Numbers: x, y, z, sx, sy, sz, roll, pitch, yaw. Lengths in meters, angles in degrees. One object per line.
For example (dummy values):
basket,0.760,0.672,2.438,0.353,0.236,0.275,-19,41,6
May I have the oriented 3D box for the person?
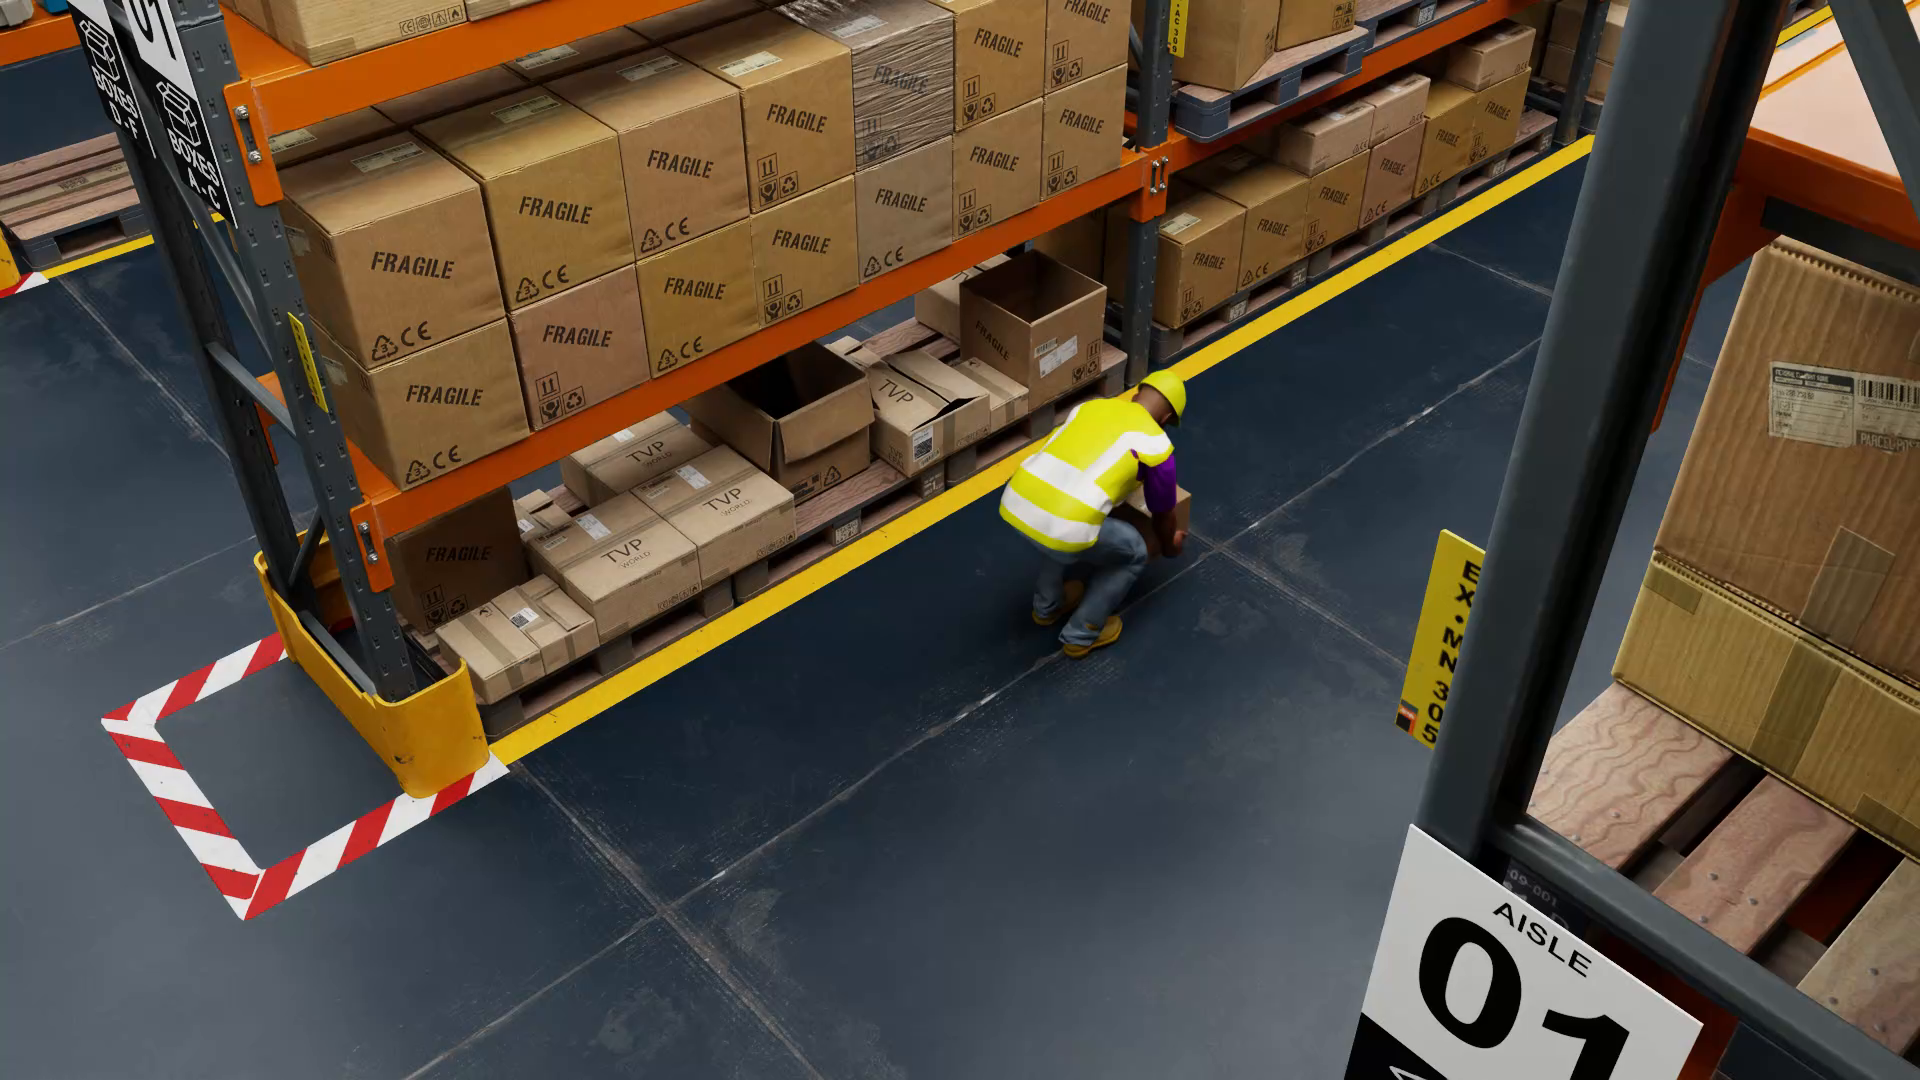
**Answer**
person,0.572,-0.107,6.848,0.526,1.025,0.961,32,49,33
